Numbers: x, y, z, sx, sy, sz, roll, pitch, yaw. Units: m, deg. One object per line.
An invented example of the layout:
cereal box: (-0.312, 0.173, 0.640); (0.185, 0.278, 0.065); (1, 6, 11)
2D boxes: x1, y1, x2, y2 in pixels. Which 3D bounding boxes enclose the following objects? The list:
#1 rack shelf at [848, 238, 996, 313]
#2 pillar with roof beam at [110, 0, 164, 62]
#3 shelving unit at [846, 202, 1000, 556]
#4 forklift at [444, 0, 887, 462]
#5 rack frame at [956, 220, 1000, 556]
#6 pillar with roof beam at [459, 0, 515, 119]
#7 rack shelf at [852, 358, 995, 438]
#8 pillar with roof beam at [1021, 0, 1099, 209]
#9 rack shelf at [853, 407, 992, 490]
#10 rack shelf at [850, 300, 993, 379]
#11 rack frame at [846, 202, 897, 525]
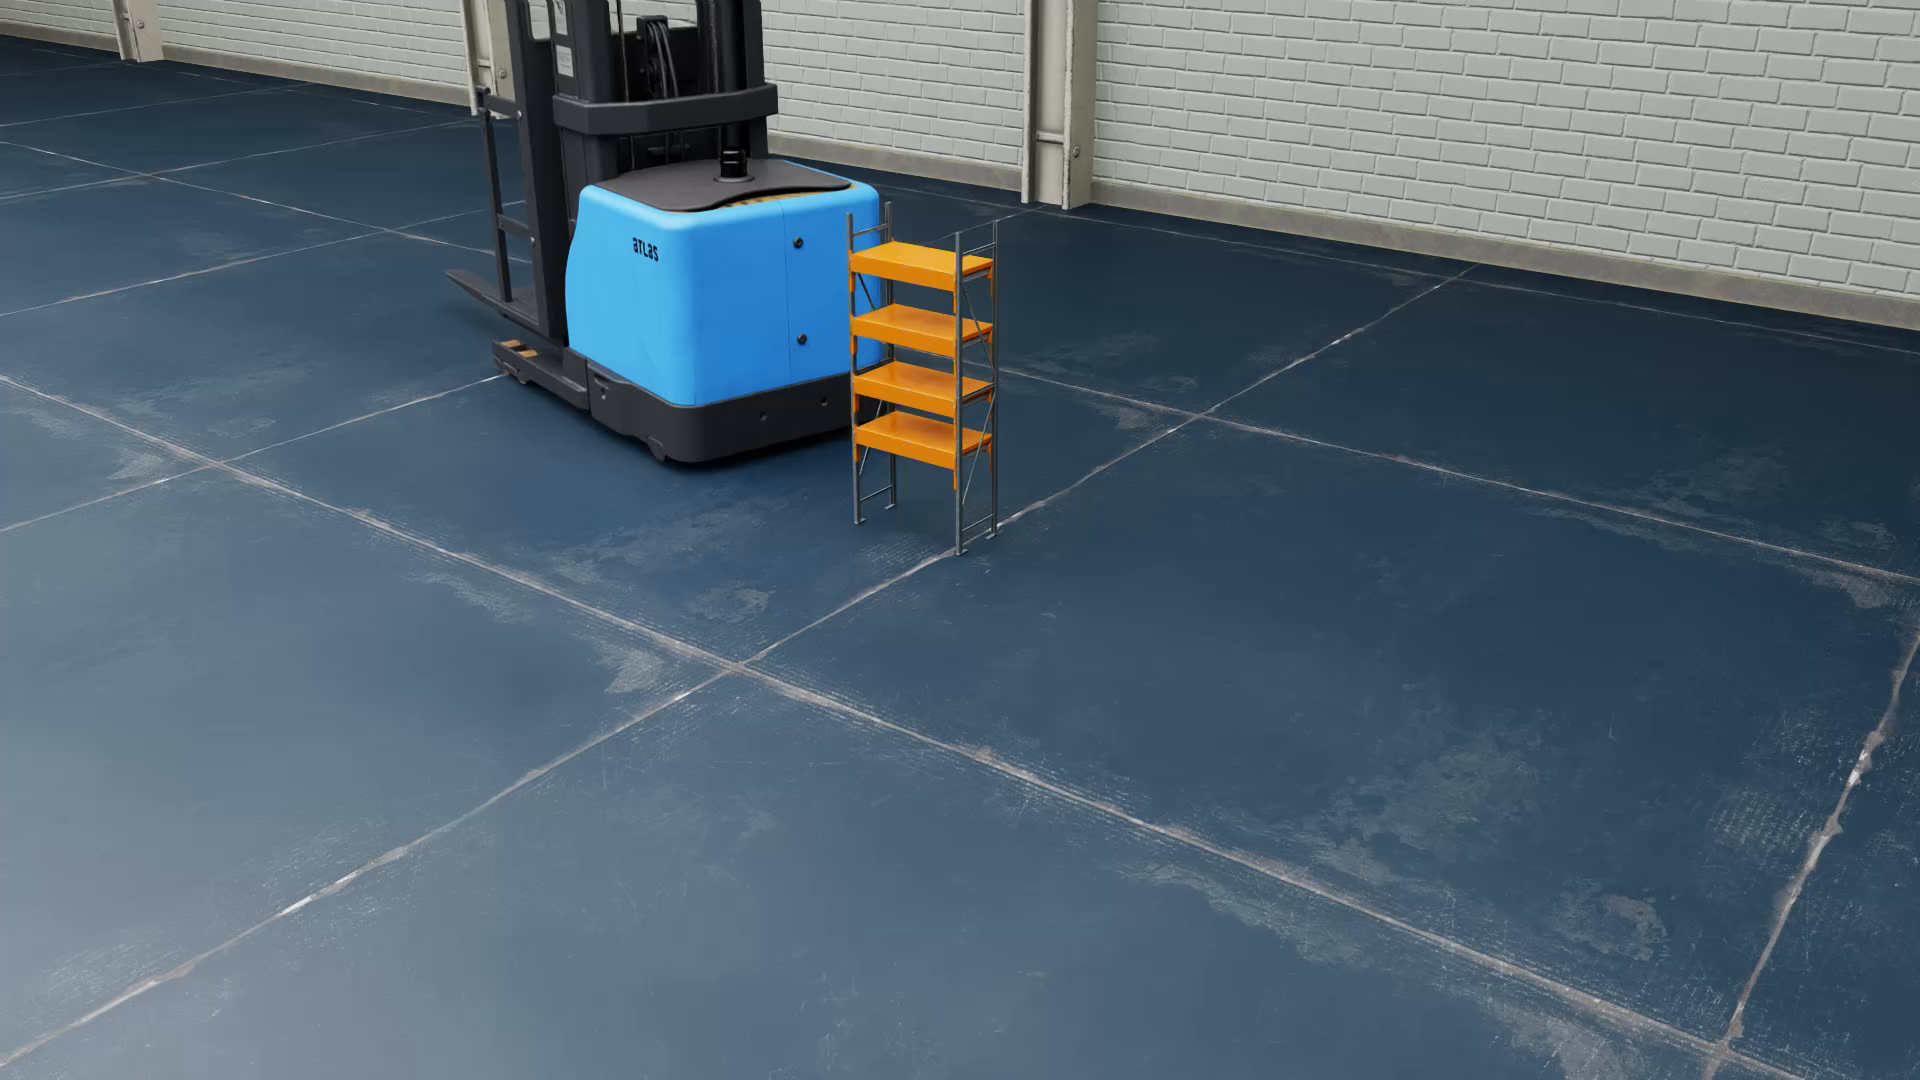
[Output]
rack shelf: (-0.132, -0.949, 5.940); (0.480, 0.148, 0.258); (17, 29, 33)
pillar with roof beam: (-11.510, -7.990, 13.225); (0.400, 9.000, 9.100); (17, 29, 33)
shelving unit: (-0.132, -0.589, 6.099); (0.503, 1.200, 0.258); (17, 29, 33)
forklift: (-1.612, -2.188, 7.581); (1.130, 2.935, 3.031); (-17, 29, -34)
rack frame: (0.063, -0.530, 5.965); (0.015, 1.200, 0.240); (17, 29, 33)
pillar with roof beam: (-6.708, -6.540, 9.932); (0.400, 9.000, 9.100); (17, 29, 33)
rack shelf: (-0.132, -0.528, 6.126); (0.480, 0.148, 0.258); (17, 29, 33)
pillar with roof beam: (-1.907, -5.089, 6.639); (0.400, 9.000, 9.100); (17, 29, 33)
rack shelf: (-0.132, -0.346, 6.206); (0.480, 0.148, 0.258); (17, 29, 33)
rack shelf: (-0.132, -0.732, 6.036); (0.480, 0.148, 0.258); (17, 29, 33)
rack frame: (-0.328, -0.648, 6.233); (0.015, 1.200, 0.240); (17, 29, 33)
